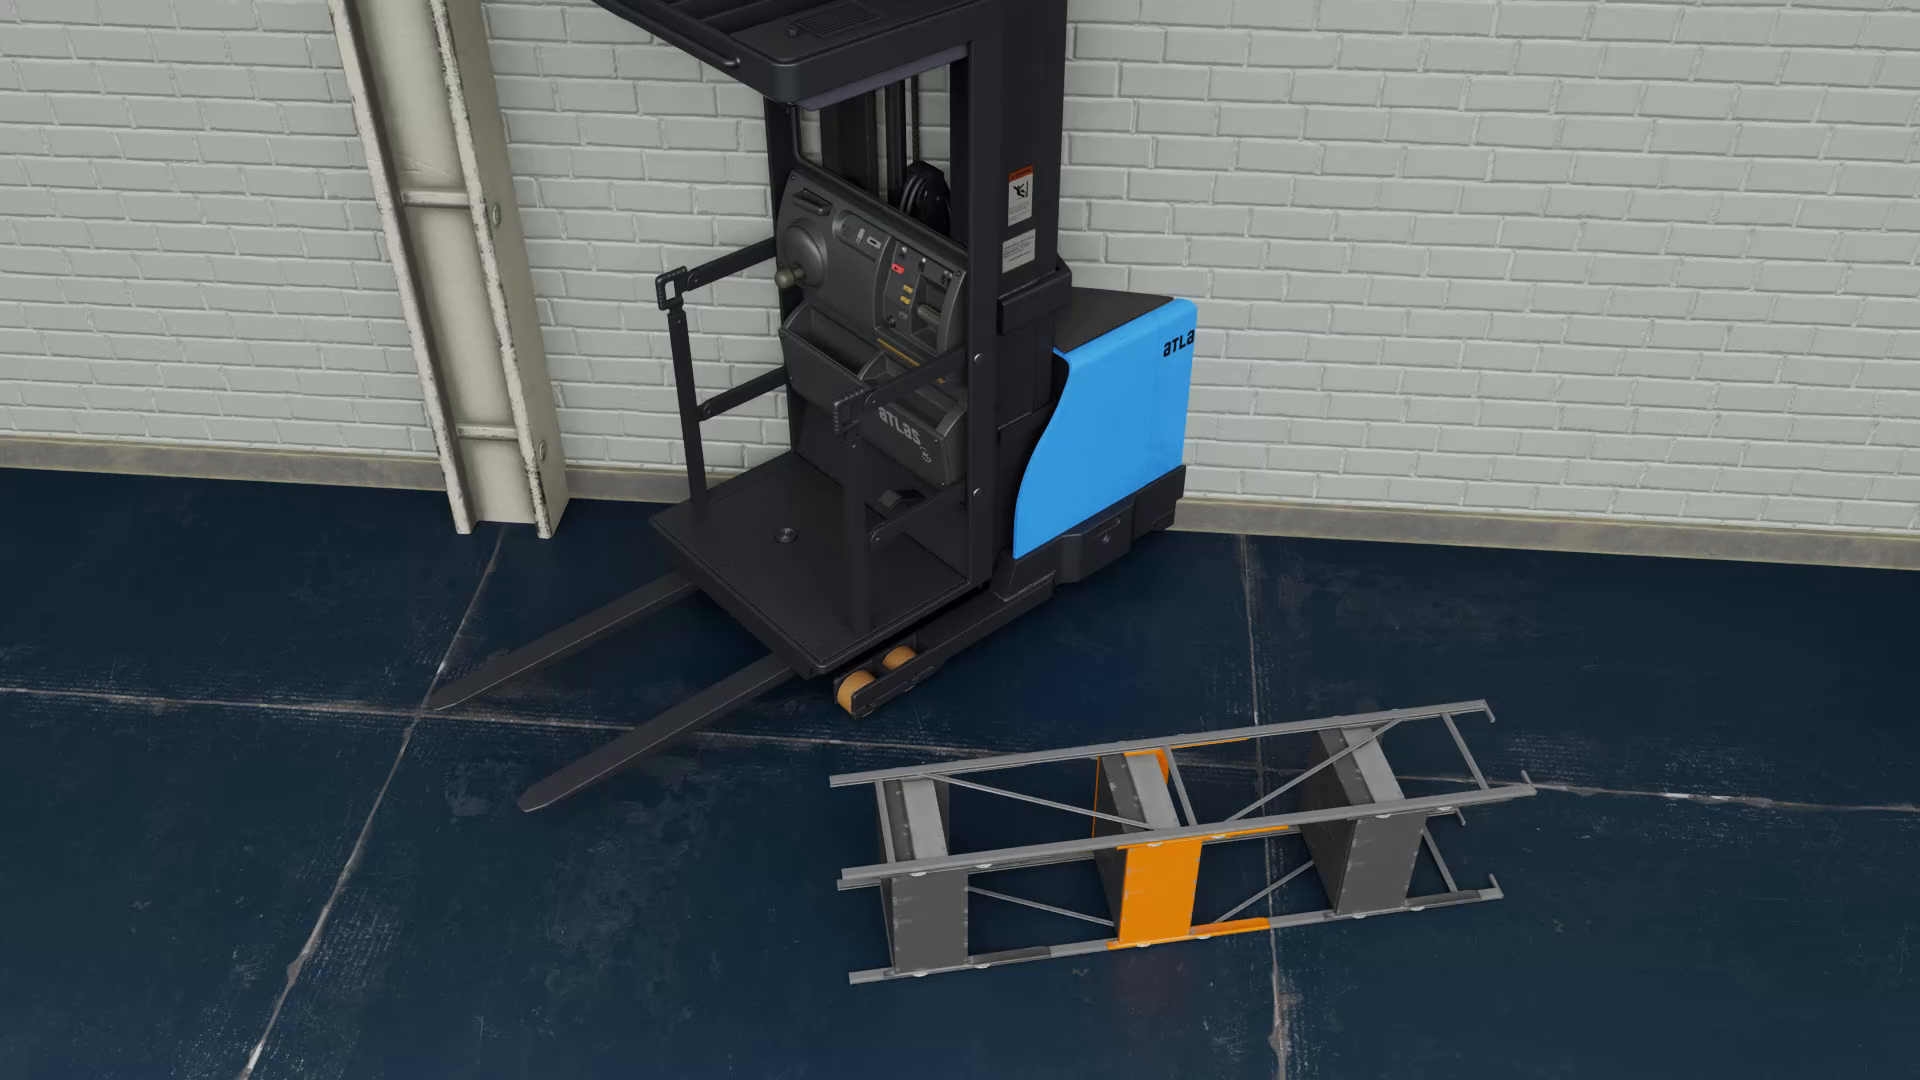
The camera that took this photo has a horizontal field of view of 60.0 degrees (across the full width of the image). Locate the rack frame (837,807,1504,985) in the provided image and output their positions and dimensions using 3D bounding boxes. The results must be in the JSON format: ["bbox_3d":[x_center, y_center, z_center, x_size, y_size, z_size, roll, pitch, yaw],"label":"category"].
[{"bbox_3d":[0.670,1.122,5.349,2.100,0.015,0.400,-6,39,-7],"label":"rack frame"}]

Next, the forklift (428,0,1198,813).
[{"bbox_3d":[-0.470,-0.878,5.507,3.031,2.935,1.130,-29,47,-31],"label":"forklift"}]

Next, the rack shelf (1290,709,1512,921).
[{"bbox_3d":[1.375,0.862,5.282,0.518,0.480,0.431,-6,39,-7],"label":"rack shelf"}]

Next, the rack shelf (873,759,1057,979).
[{"bbox_3d":[-0.007,1.001,5.111,0.518,0.480,0.431,-6,39,-7],"label":"rack shelf"}]

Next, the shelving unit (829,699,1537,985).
[{"bbox_3d":[0.670,0.933,5.195,2.100,0.503,0.431,-6,39,-7],"label":"shelving unit"}]

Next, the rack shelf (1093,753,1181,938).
[{"bbox_3d":[0.549,0.945,5.180,0.174,0.457,0.368,-6,39,-7],"label":"rack shelf"}]

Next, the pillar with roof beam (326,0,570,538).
[{"bbox_3d":[-2.216,-0.897,0.723,0.400,9.000,9.100,3,39,4],"label":"pillar with roof beam"}]

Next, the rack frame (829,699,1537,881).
[{"bbox_3d":[0.670,0.744,5.041,2.100,0.015,0.400,-6,39,-7],"label":"rack frame"}]
